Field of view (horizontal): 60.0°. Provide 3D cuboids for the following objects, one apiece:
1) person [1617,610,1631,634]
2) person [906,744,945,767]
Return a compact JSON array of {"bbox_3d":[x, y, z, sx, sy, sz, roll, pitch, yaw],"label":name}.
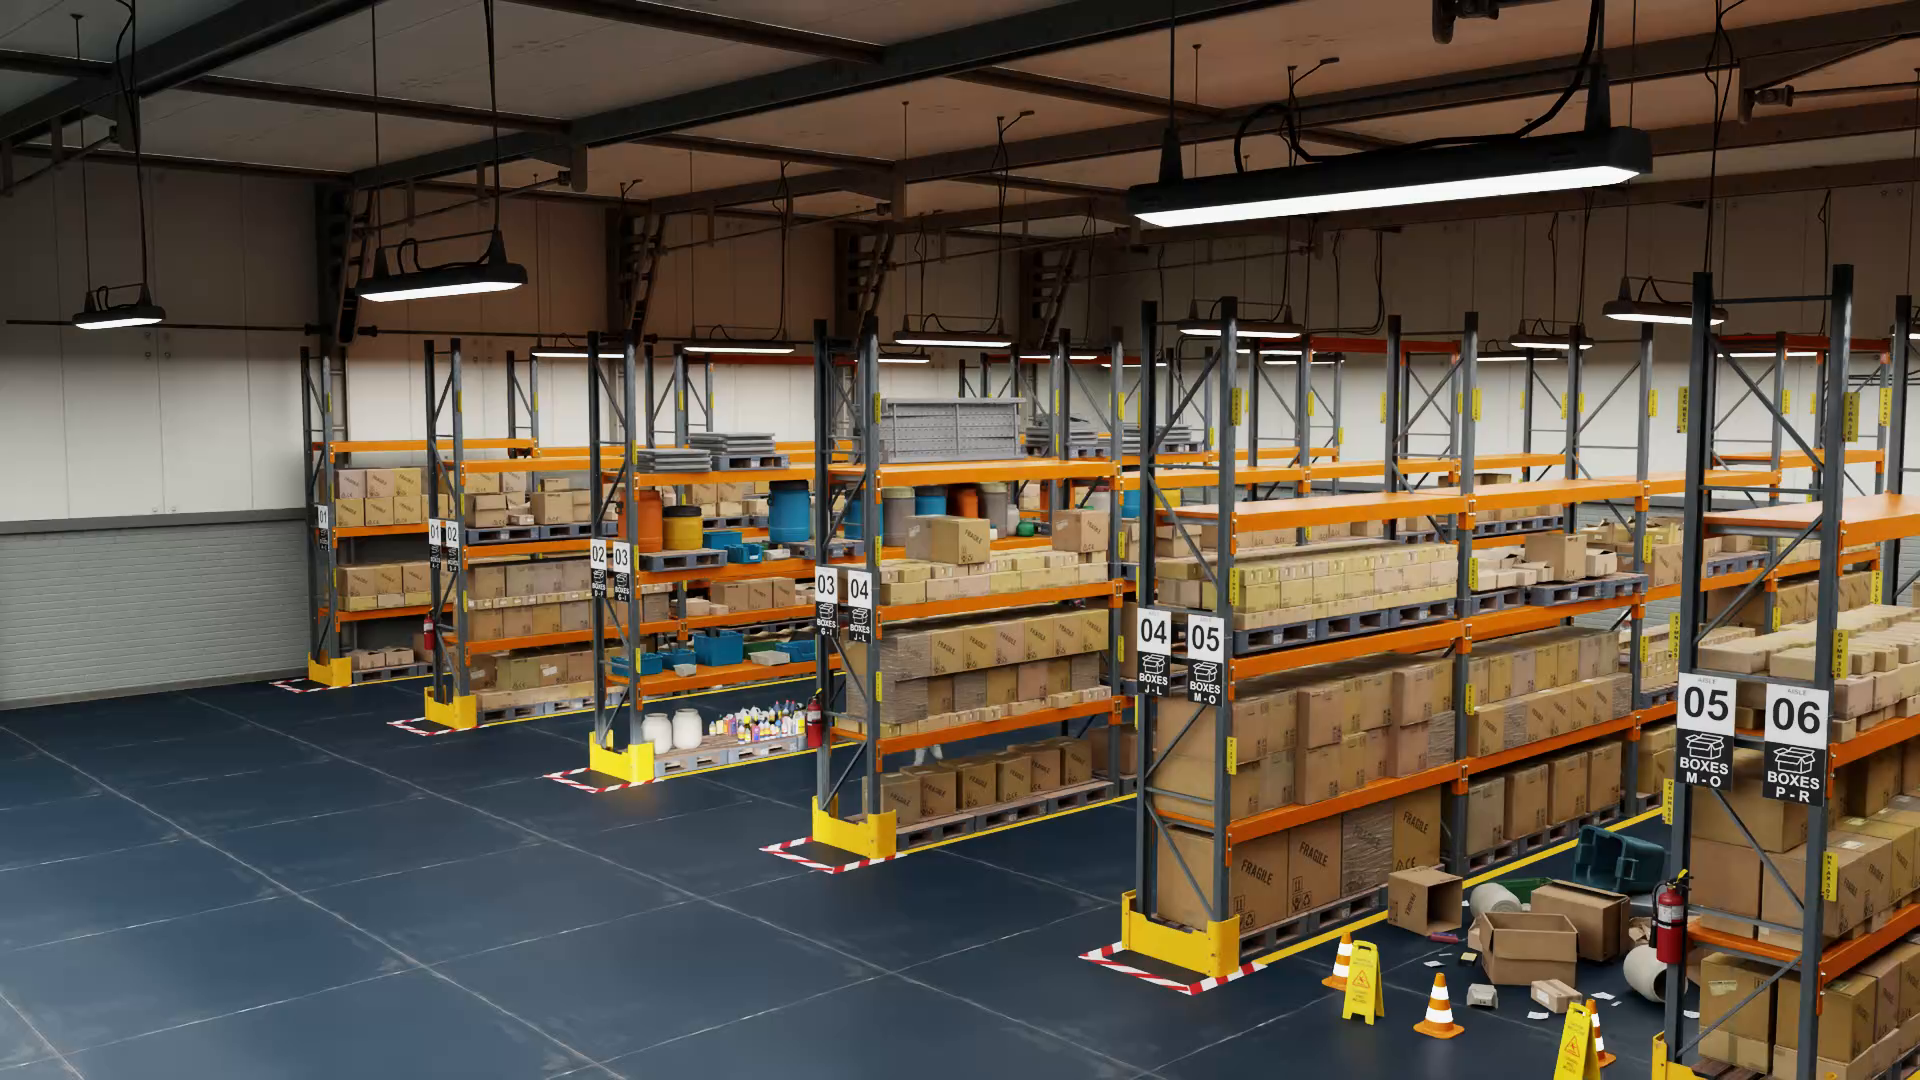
[{"bbox_3d":[10.422,1.985,26.003,0.544,1.783,0.403,-3,6,-34],"label":"person"},{"bbox_3d":[-0.491,2.348,22.778,0.481,1.685,0.546,3,6,28],"label":"person"}]
